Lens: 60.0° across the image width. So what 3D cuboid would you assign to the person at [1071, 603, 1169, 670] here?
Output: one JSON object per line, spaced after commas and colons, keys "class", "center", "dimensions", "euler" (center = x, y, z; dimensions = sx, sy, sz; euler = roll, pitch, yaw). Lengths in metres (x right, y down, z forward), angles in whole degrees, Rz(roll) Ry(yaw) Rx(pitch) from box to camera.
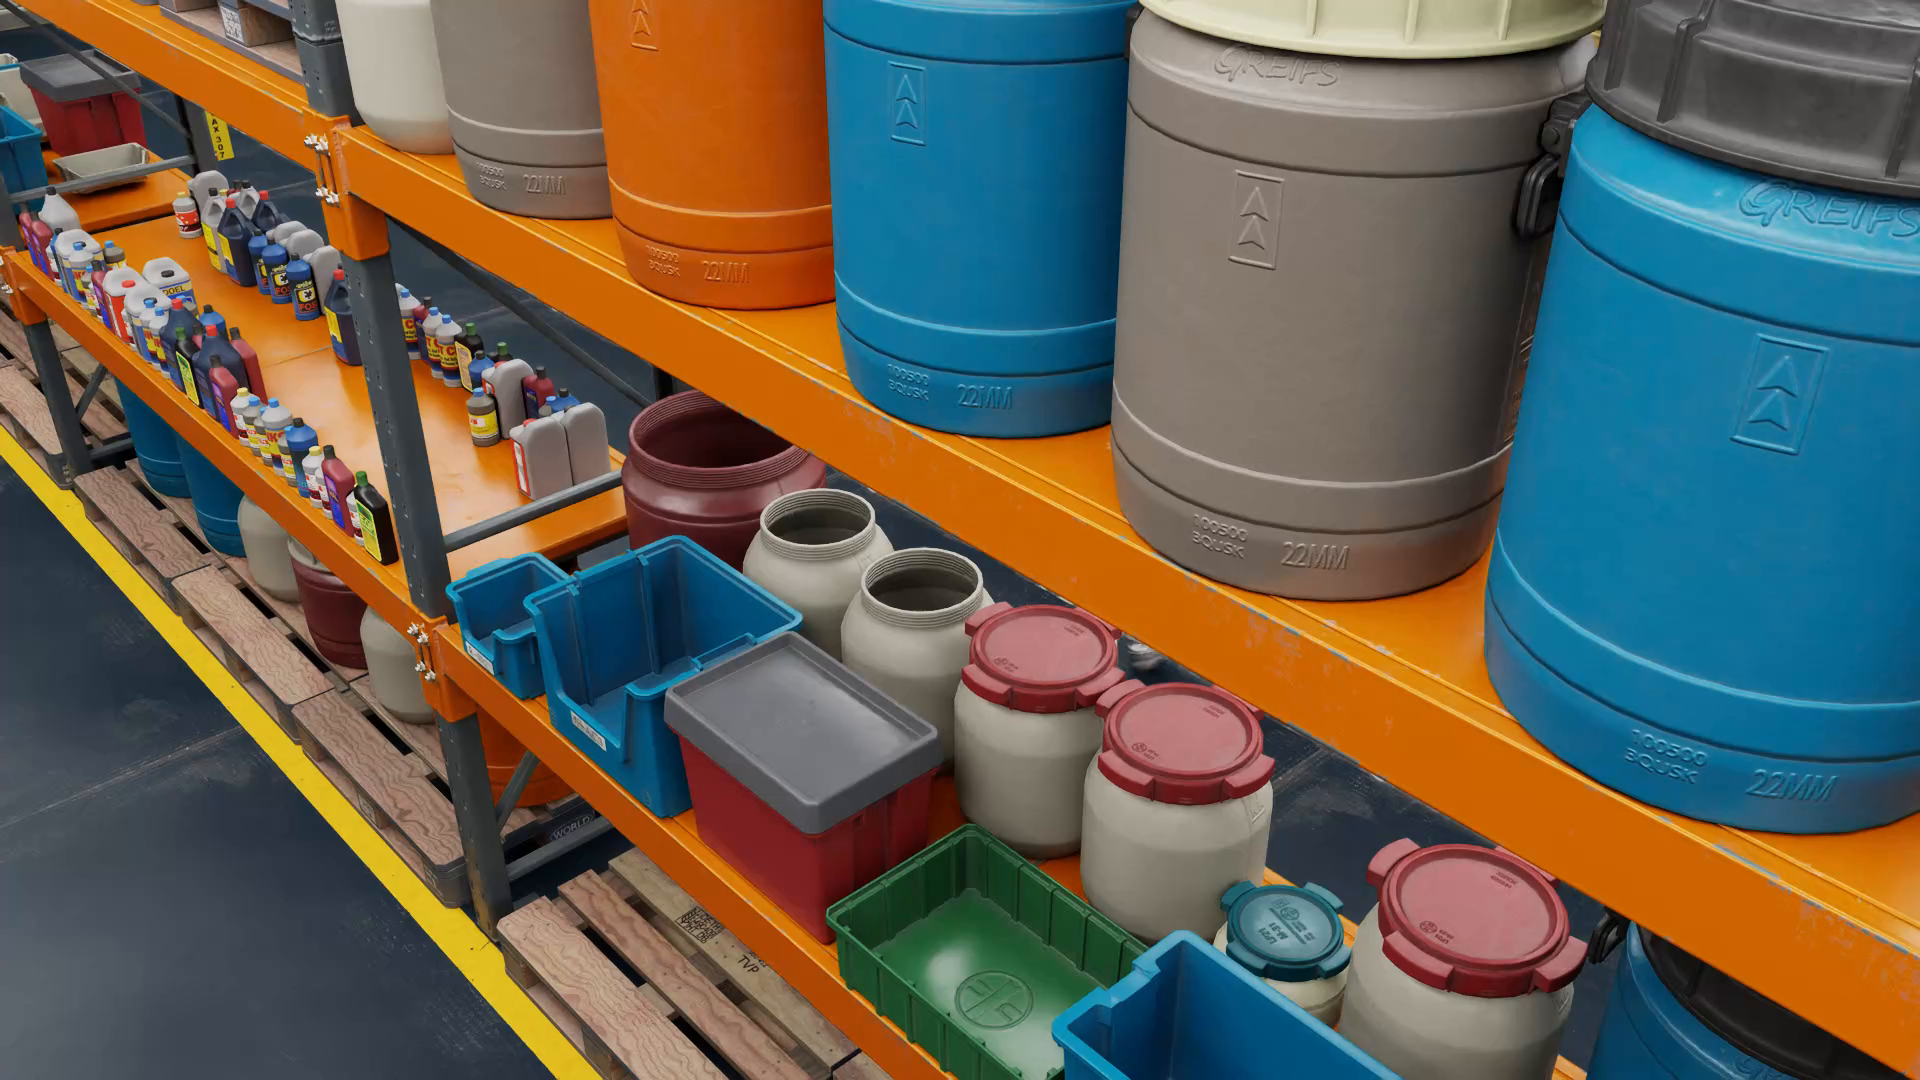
{"class": "person", "center": [0.532, -0.178, 6.367], "dimensions": [0.672, 1.775, 0.436], "euler": [-18, 36, -26]}
